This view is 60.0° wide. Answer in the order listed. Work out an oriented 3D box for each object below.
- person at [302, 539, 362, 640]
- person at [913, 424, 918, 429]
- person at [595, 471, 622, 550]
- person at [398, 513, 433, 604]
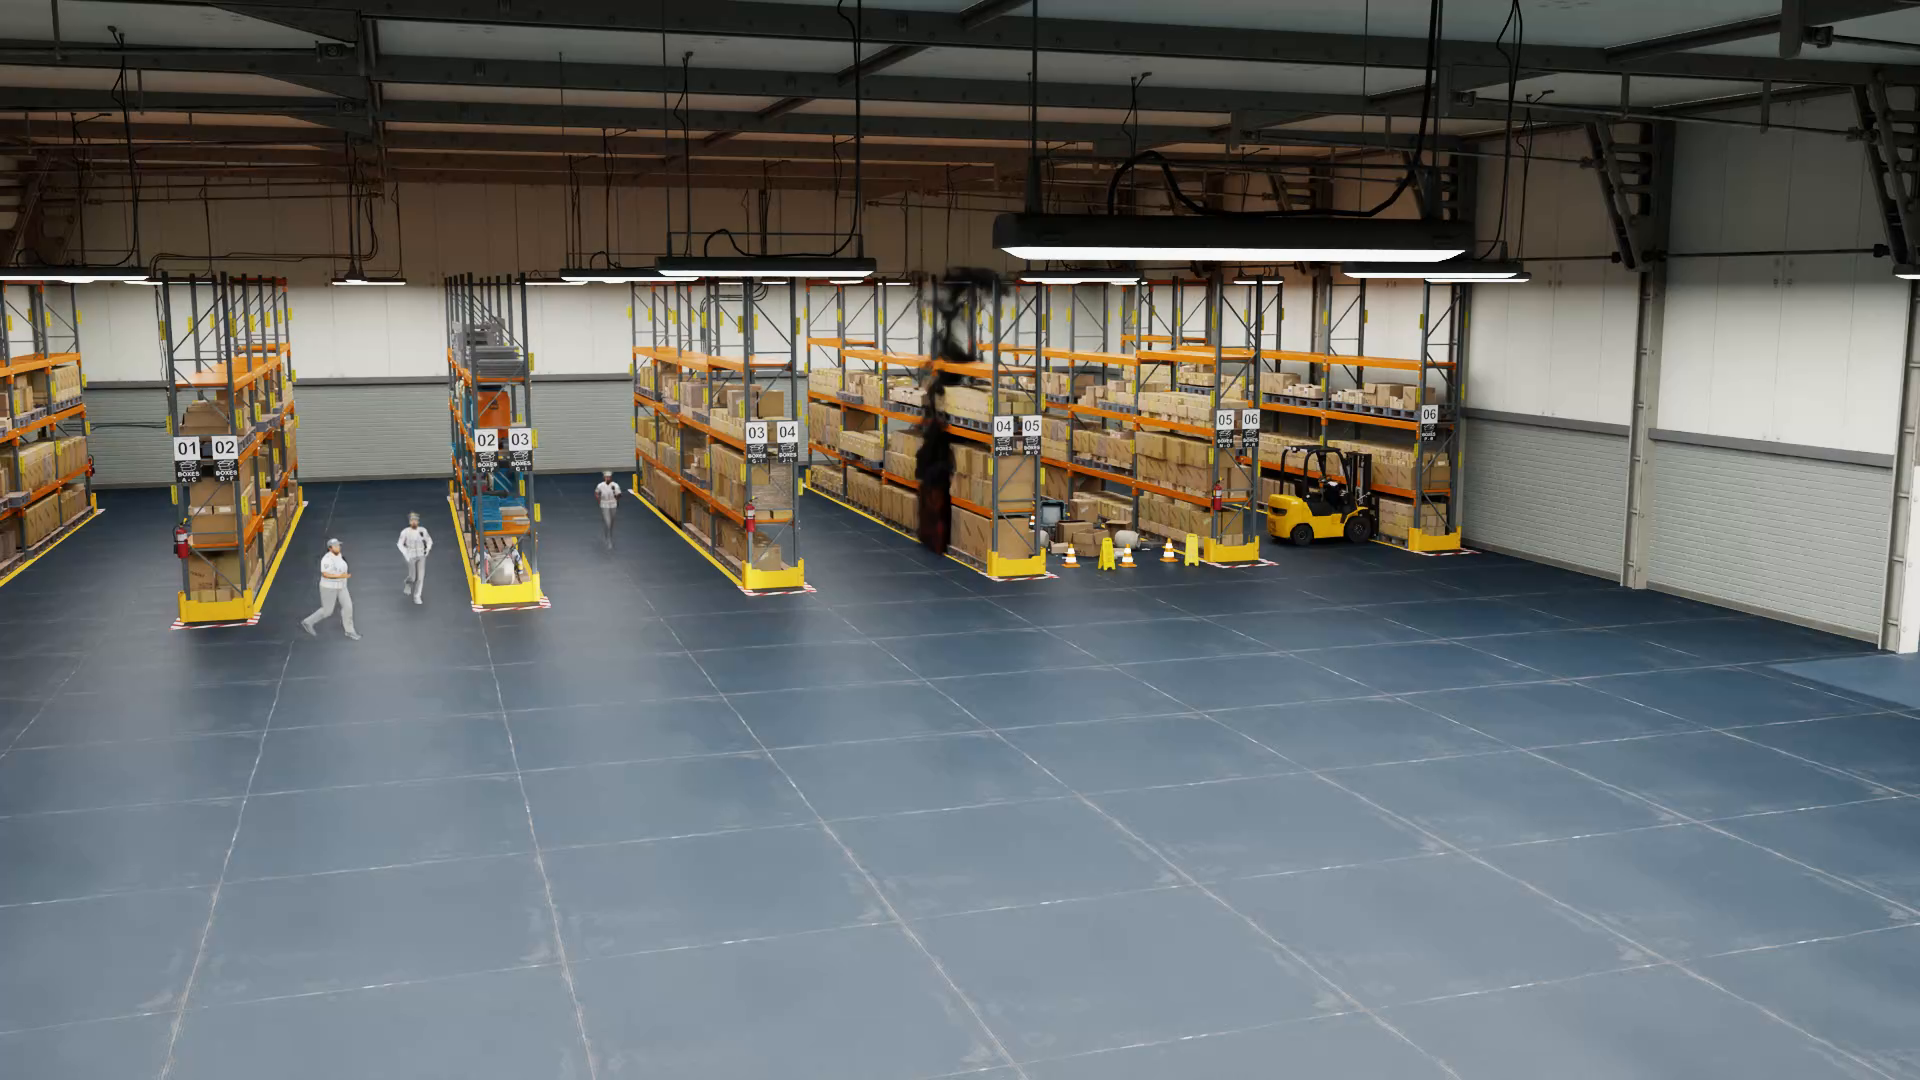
[{"bbox_3d":[-10.317,0.813,27.297,0.934,1.672,0.615,2,9,12],"label":"person"},{"bbox_3d":[-1.270,-2.767,50.812,0.691,1.791,0.668,-4,9,-23],"label":"person"},{"bbox_3d":[-7.807,-0.685,37.053,0.555,1.749,0.814,-4,9,-25],"label":"person"},{"bbox_3d":[-10.041,0.316,30.573,0.536,1.676,0.603,-4,10,-26],"label":"person"}]
